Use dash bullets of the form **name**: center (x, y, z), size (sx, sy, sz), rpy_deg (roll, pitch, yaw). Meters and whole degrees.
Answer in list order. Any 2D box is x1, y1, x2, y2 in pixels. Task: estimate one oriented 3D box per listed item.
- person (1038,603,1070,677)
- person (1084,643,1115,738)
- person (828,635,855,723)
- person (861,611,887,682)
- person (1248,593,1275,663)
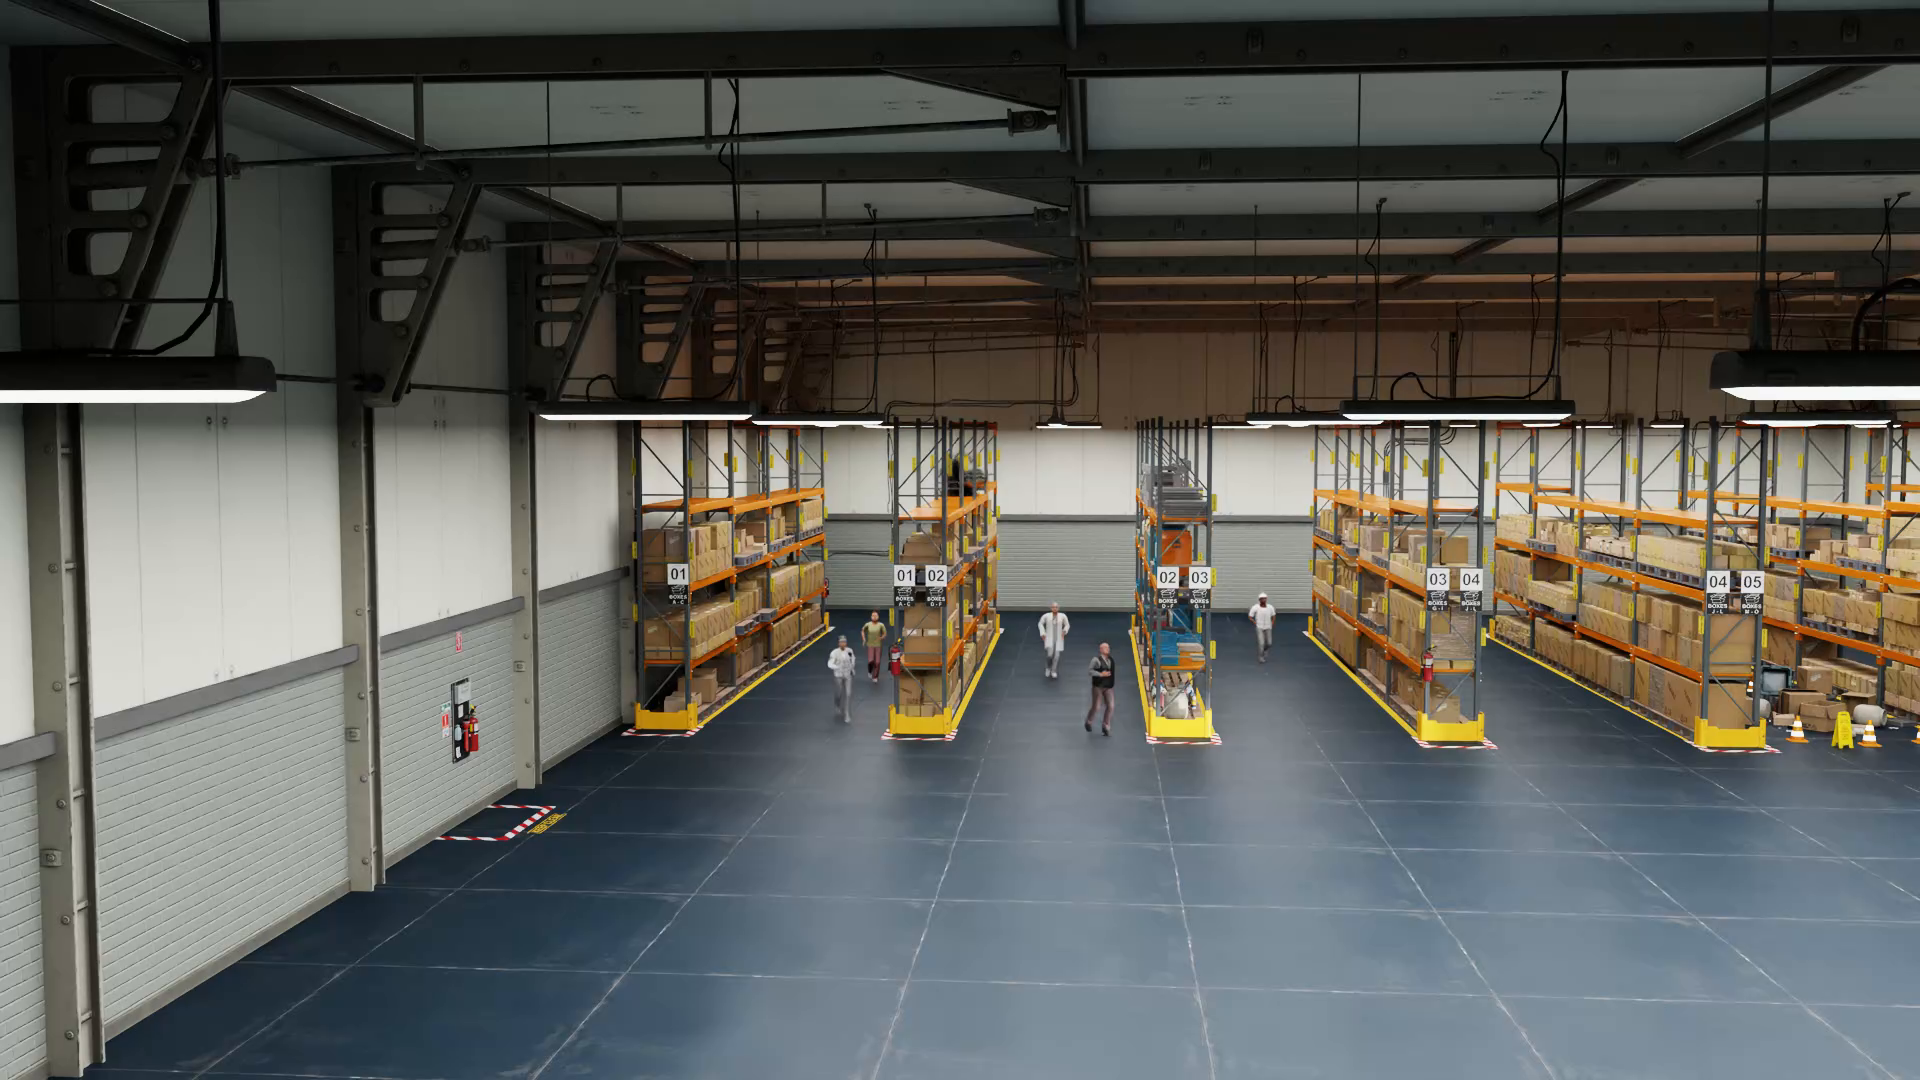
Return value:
- **person**: center (2.200, 2.329, 38.561), size (0.717, 1.747, 0.645), rpy_deg (0, 4, -3)
- **person**: center (2.671, 2.826, 31.367), size (0.670, 1.792, 0.745), rpy_deg (-2, 4, -28)
- **person**: center (-2.341, 2.715, 33.005), size (0.580, 1.691, 0.938), rpy_deg (-1, 4, -13)
- **person**: center (-1.950, 2.433, 37.829), size (0.573, 1.626, 0.548), rpy_deg (0, 4, -5)
- **person**: center (7.497, 2.176, 41.162), size (0.696, 1.718, 0.605), rpy_deg (0, 4, -3)
